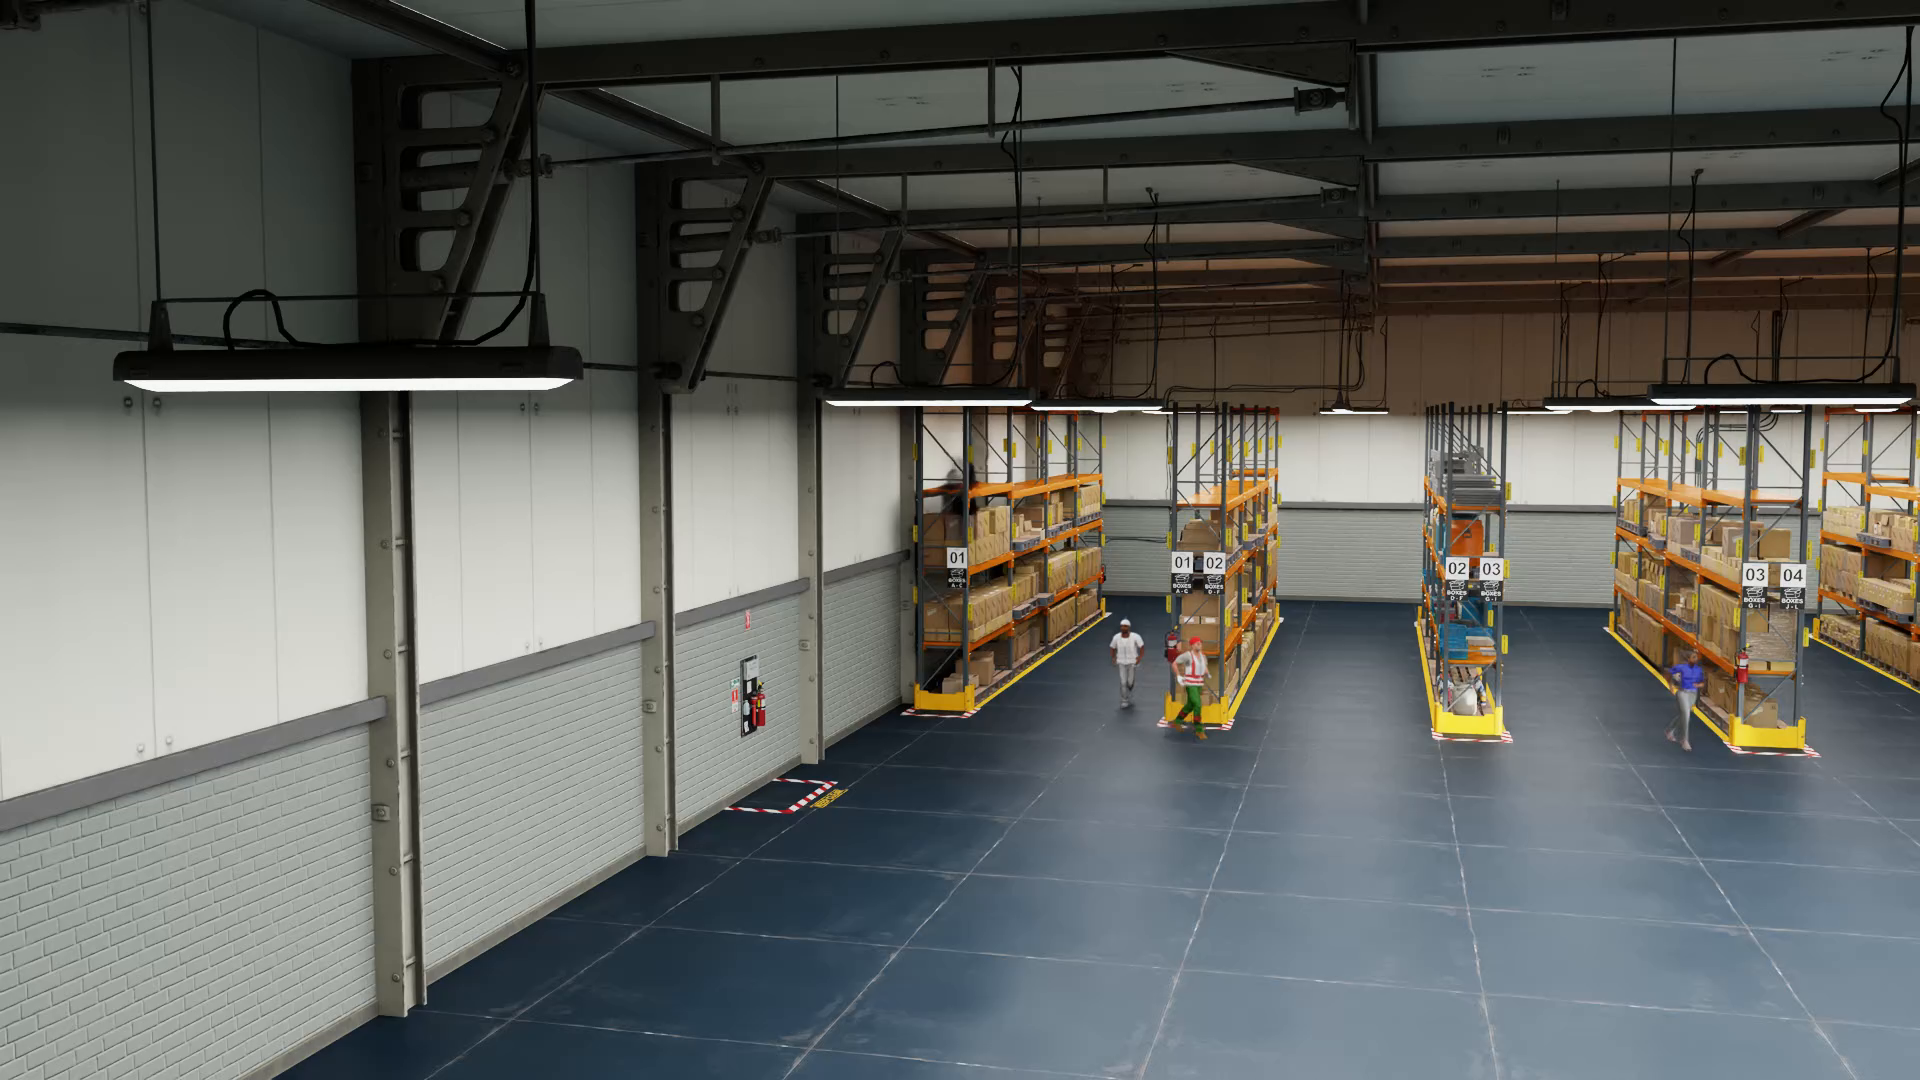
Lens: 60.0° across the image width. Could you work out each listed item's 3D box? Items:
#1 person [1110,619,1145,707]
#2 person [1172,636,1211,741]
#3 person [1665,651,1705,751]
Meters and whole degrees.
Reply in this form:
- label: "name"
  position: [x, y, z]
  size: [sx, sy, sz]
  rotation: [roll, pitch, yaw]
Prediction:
- label: "person"
  position: [3.304, 2.432, 32.959]
  size: [0.693, 1.732, 0.561]
  rotation: [1, 4, 14]
- label: "person"
  position: [4.184, 2.630, 29.796]
  size: [0.677, 1.827, 0.886]
  rotation: [-4, 6, -44]
- label: "person"
  position: [12.676, 2.776, 28.987]
  size: [0.592, 1.671, 0.842]
  rotation: [-1, 4, -14]
